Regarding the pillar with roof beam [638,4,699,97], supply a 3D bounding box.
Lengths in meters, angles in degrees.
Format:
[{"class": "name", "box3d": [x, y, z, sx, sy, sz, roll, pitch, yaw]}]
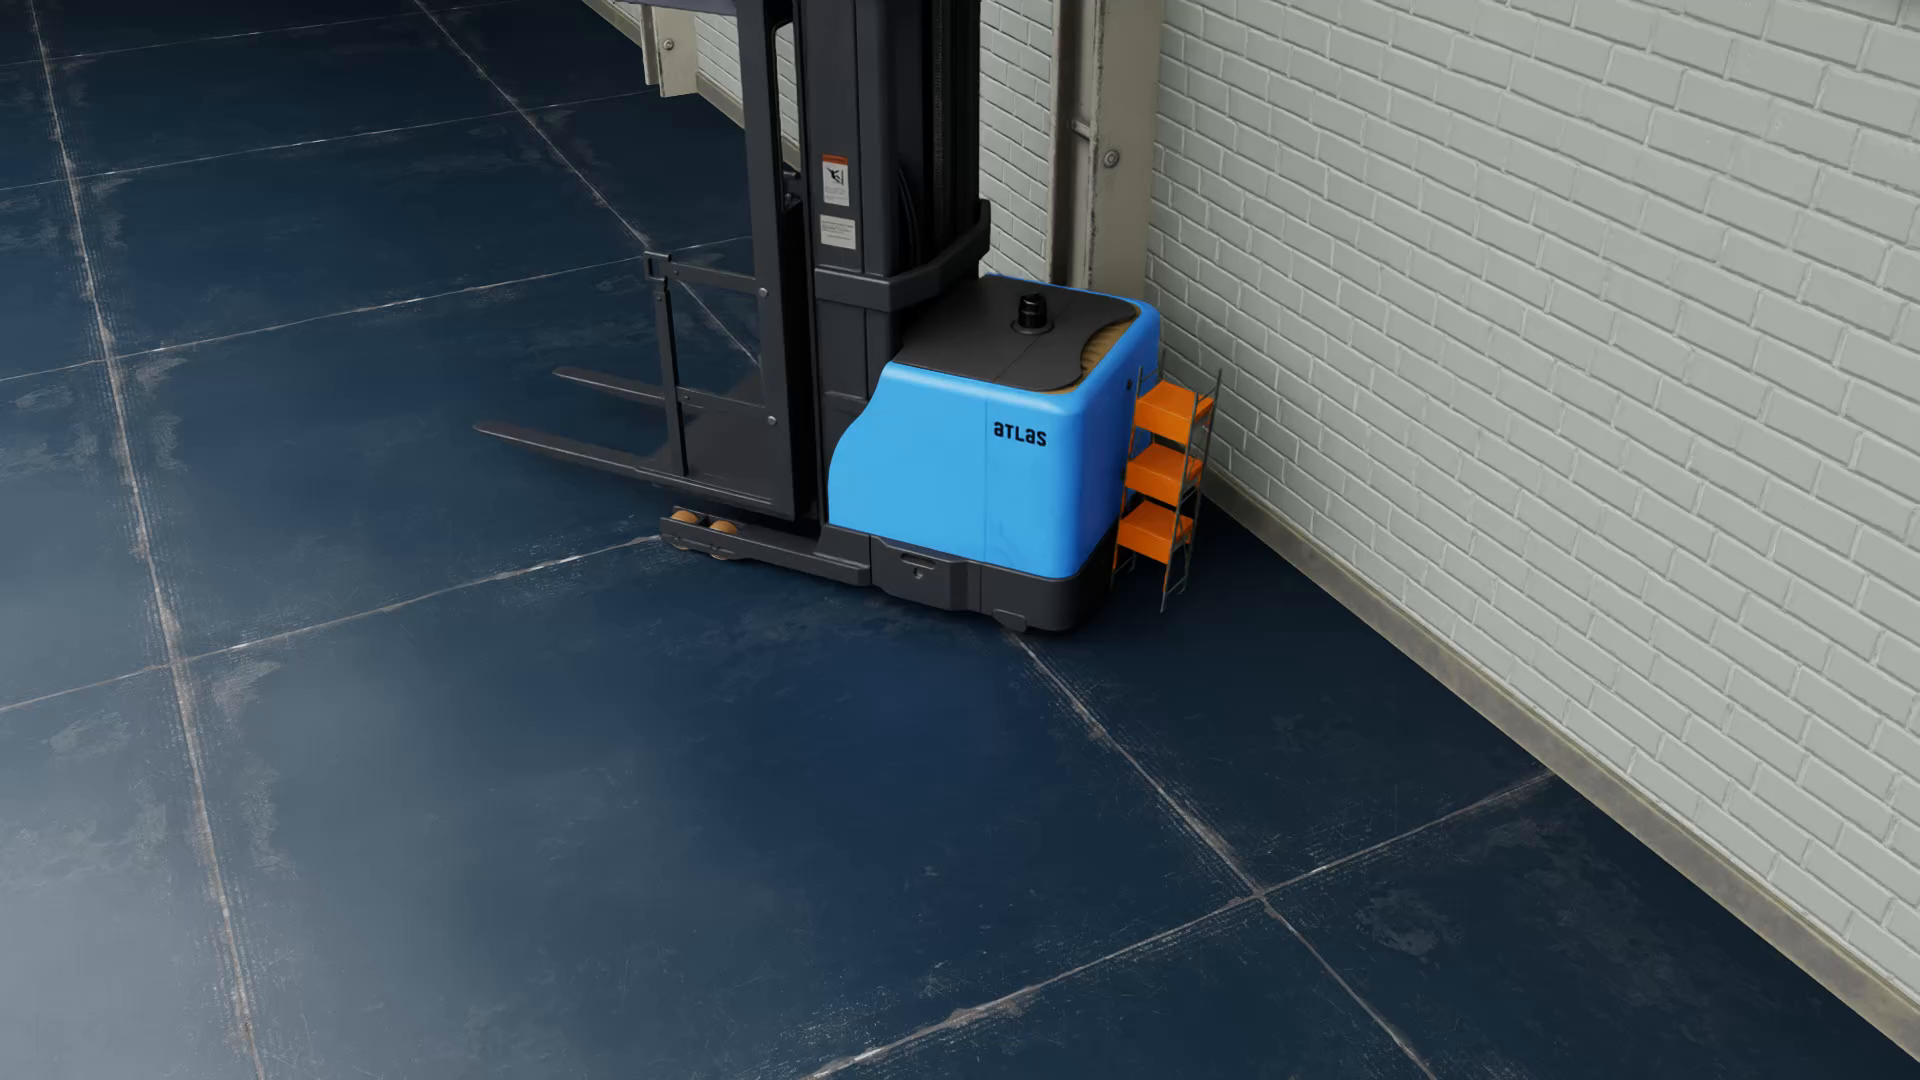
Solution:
[{"class": "pillar with roof beam", "box3d": [-5.981, -6.139, 8.490, 9.100, 9.000, 0.400, -16, 36, -23]}]

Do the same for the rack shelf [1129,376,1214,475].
[{"class": "rack shelf", "box3d": [0.825, -0.447, 6.454, 0.240, 0.259, 0.215, 24, 40, 26]}]

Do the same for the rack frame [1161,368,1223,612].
[{"class": "rack frame", "box3d": [0.909, -0.179, 6.557, 0.008, 1.050, 0.200, 24, 40, 26]}]

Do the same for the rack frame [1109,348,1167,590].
[{"class": "rack frame", "box3d": [0.709, -0.268, 6.664, 0.008, 1.050, 0.200, 24, 40, 26]}]

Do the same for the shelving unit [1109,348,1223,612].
[{"class": "shelving unit", "box3d": [0.809, -0.223, 6.611, 0.252, 1.050, 0.215, 24, 40, 26]}]

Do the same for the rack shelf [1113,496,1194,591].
[{"class": "rack shelf", "box3d": [0.792, 0.013, 6.776, 0.240, 0.259, 0.215, 24, 40, 26]}]

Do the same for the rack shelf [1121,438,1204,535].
[{"class": "rack shelf", "box3d": [0.809, -0.215, 6.617, 0.240, 0.259, 0.215, 24, 40, 26]}]

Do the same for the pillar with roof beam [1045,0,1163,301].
[{"class": "pillar with roof beam", "box3d": [-3.183, -3.275, 4.021, 9.100, 9.000, 0.400, -16, 36, -23]}]

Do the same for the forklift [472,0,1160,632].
[{"class": "forklift", "box3d": [-0.732, -1.391, 6.705, 3.031, 2.935, 1.130, 14, 35, 20]}]
